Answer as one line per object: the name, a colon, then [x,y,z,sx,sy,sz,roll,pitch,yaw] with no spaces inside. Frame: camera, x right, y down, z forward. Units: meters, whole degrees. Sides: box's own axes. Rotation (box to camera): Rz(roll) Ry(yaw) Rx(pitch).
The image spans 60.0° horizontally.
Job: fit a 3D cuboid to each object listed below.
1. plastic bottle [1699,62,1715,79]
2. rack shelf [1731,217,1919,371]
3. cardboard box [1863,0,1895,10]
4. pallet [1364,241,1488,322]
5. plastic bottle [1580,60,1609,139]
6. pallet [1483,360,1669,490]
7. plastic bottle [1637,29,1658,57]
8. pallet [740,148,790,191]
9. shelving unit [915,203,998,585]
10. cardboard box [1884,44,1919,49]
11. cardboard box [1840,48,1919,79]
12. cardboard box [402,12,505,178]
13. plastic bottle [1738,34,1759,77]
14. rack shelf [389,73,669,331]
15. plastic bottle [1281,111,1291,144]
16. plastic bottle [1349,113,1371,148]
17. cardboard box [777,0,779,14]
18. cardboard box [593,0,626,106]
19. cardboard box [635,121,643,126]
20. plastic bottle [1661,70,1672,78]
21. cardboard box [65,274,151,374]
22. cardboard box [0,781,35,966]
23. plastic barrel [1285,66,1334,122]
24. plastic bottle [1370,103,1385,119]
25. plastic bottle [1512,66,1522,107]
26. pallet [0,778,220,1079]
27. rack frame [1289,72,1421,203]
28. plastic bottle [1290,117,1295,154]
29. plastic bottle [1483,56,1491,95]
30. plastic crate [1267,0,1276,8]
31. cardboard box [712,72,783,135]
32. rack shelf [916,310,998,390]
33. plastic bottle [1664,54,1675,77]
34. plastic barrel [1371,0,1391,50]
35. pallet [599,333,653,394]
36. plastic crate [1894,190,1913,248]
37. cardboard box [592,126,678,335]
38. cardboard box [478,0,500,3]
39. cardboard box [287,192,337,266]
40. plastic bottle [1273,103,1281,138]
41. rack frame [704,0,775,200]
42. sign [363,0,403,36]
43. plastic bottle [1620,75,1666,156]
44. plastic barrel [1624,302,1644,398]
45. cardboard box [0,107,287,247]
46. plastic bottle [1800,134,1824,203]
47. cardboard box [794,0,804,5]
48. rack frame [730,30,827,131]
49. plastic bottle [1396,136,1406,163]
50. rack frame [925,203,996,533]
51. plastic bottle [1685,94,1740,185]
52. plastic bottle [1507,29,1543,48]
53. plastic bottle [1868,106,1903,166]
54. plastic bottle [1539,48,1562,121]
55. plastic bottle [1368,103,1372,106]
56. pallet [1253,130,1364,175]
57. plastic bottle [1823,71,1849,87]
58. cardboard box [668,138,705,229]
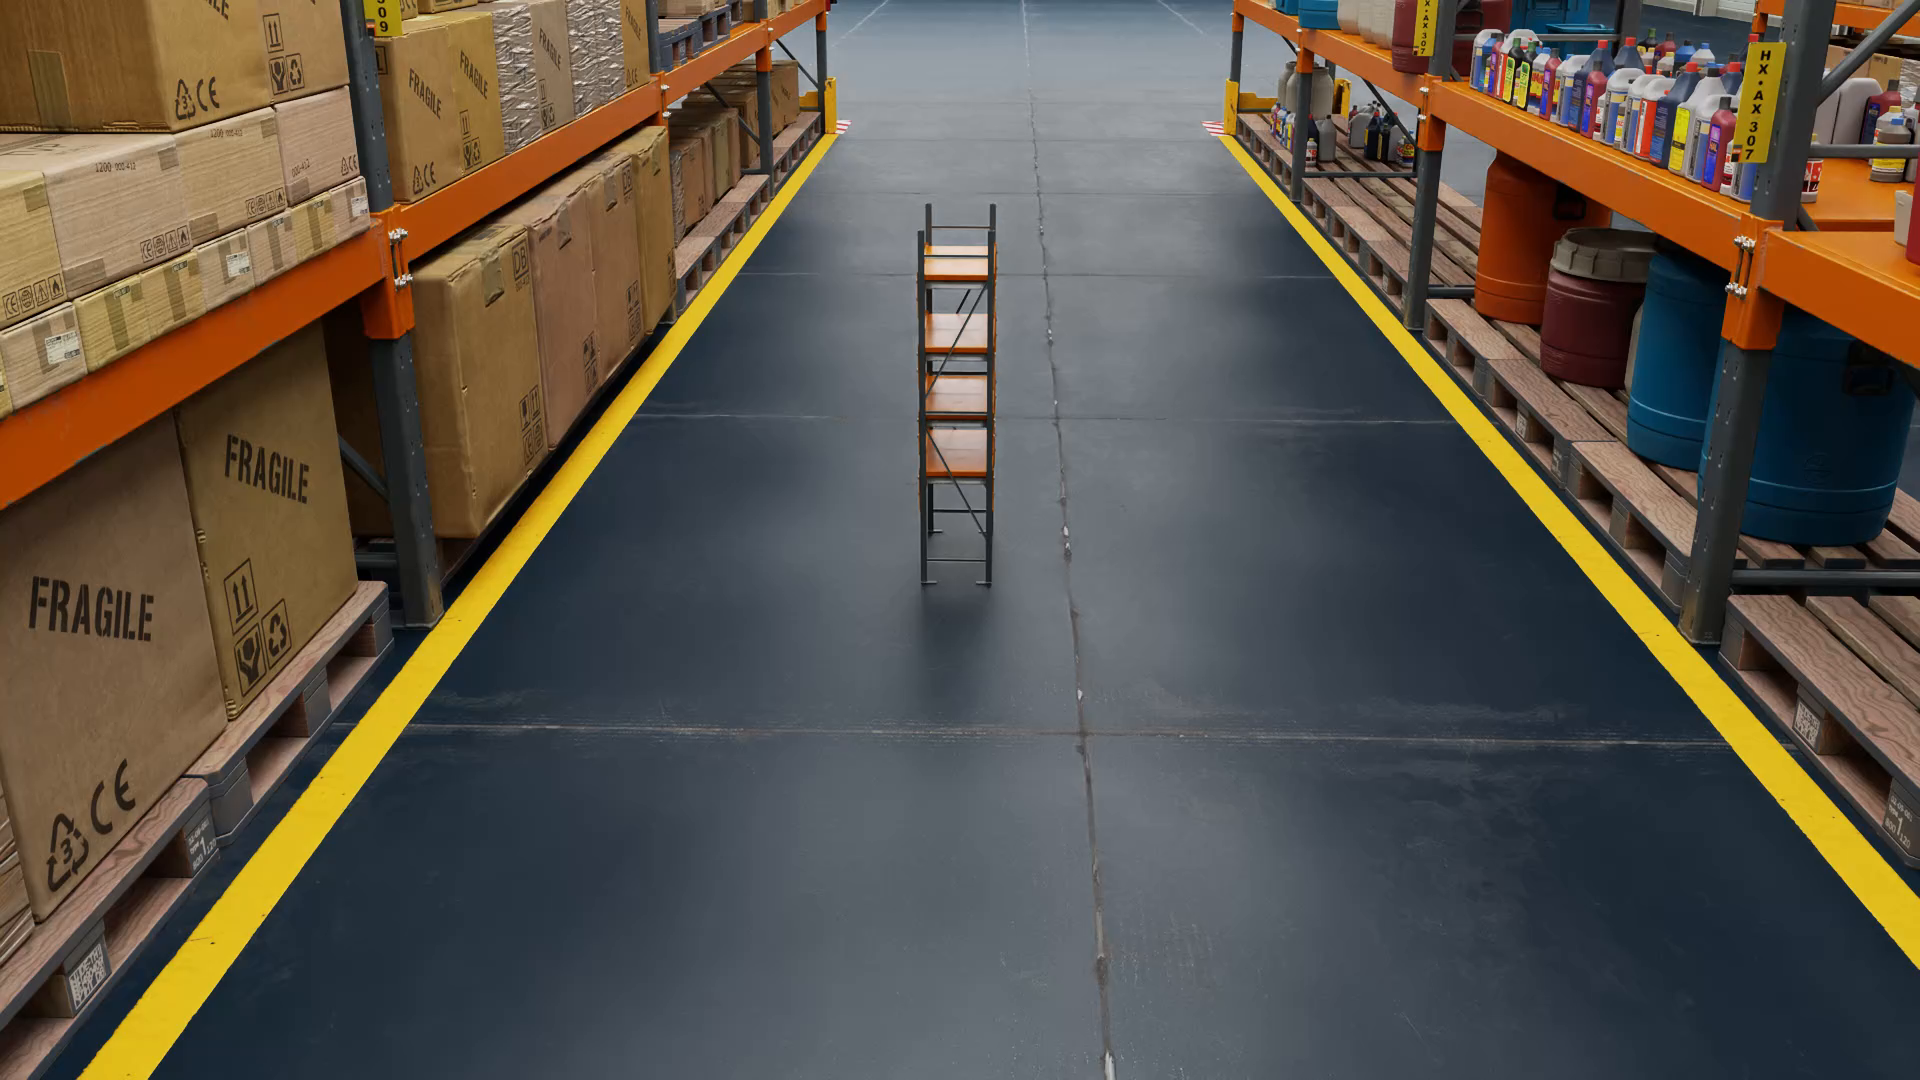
plastic bottle: [3.269,-1.984,7.271,0.097,0.201,0.097,0,21,0]
rack shelf: [2.716,-0.024,2.939,1.077,0.370,4.000,1,21,2]
cardboard box: [8.021,-4.684,13.815,0.700,0.500,0.500,1,21,3]
pallet: [2.961,-1.509,9.625,1.003,0.211,1.213,1,21,2]
plastic bottle: [2.464,-1.705,6.439,0.061,0.283,0.133,1,21,2]
pallet: [2.876,-0.503,7.035,1.003,0.211,1.213,1,21,2]
plastic bottle: [3.312,-2.324,8.032,0.061,0.283,0.133,1,21,2]
pallet: [-1.946,-2.973,13.399,1.003,0.211,1.213,1,21,2]
shelving unit: [-0.005,-0.500,5.658,0.258,1.200,0.503,1,21,2]
cardboard box: [8.358,-4.070,14.556,0.500,0.500,0.500,1,21,2]
cardboard box: [7.806,-3.895,14.106,0.500,0.500,0.500,1,21,2]
cardboard box: [-1.896,-1.529,5.685,0.500,0.500,0.500,1,21,2]
plastic bottle: [3.231,-1.885,6.808,0.144,0.351,0.185,1,21,2]
rack shelf: [-2.113,-1.525,6.807,1.077,0.370,4.000,1,21,2]
plastic bottle: [2.755,-3.469,13.987,0.097,0.271,0.097,0,21,0]
plastic bottle: [3.329,-3.412,13.834,0.152,0.276,0.135,1,21,2]
cardboard box: [-1.623,-4.168,12.971,0.380,0.149,0.250,1,21,2]
cardboard box: [-1.841,-2.269,7.591,0.500,0.500,0.500,0,21,1]
cardboard box: [-2.062,-2.215,9.403,0.500,0.250,0.500,1,21,4]
plastic bottle: [2.628,-1.621,6.238,0.097,0.271,0.097,0,21,0]
cardboard box: [-1.895,-0.442,3.368,0.380,0.149,0.250,0,21,1]
cardboard box: [-2.329,0.543,2.841,0.875,0.875,0.875,1,21,2]
plastic barrel: [3.183,-4.037,15.146,0.421,0.512,0.421,0,21,0]
plastic bottle: [3.478,-3.455,13.839,0.144,0.351,0.185,0,21,1]
plastic bottle: [2.513,-2.026,7.379,0.097,0.201,0.097,0,21,0]
pallet: [-2.310,0.879,3.471,1.003,0.211,1.213,1,21,2]
rack frame: [3.020,-3.975,12.127,1.000,3.000,0.127,1,21,2]
plastic bottle: [2.721,-3.279,13.479,0.061,0.283,0.133,2,21,5]
plastic bottle: [2.528,-2.207,7.844,0.097,0.201,0.097,0,21,0]
plastic crate: [2.816,-4.442,13.695,0.530,0.136,0.437,1,21,2]
cardboard box: [-1.867,-3.838,14.649,0.500,0.500,0.500,3,21,7]
rack shelf: [-0.005,-0.645,5.601,0.258,0.148,0.480,1,21,2]
plastic bottle: [3.281,-2.125,7.634,0.097,0.201,0.097,0,21,0]
plastic barrel: [2.736,-3.273,10.131,0.433,0.535,0.433,0,21,0]
pallet: [-2.152,-0.999,8.312,1.003,0.211,1.213,1,21,2]
plastic crate: [2.620,-0.821,4.280,0.396,0.136,0.243,1,21,2]
cardboard box: [-2.094,-1.539,8.206,1.225,0.875,0.875,0,21,-1]
cardboard box: [-2.127,-2.355,6.428,0.797,0.503,0.637,1,21,3]
cardboard box: [-1.864,-0.813,4.325,0.380,0.149,0.250,1,21,3]
plastic bottle: [2.750,-3.626,14.376,0.061,0.283,0.133,1,21,3]
rack frame: [-1.931,-4.030,12.268,1.000,3.000,0.127,1,21,2]
sign: [-1.619,-1.572,4.628,0.100,0.325,0.005,1,21,2]
plastic bottle: [2.496,-1.534,6.007,0.152,0.276,0.135,1,21,2]
plastic barrel: [2.938,-0.774,6.737,0.421,0.512,0.421,0,21,0]
cardboard box: [-1.939,-0.856,3.885,0.500,0.250,0.500,1,21,3]
plastic bottle: [2.591,-1.141,5.099,0.097,0.201,0.097,0,21,0]
cardboard box: [-1.552,-4.710,14.369,0.380,0.149,0.250,1,21,2]
rack frame: [-1.809,-5.476,15.995,1.000,3.000,0.127,1,21,2]
plastic bottle: [3.474,-3.060,13.028,0.097,0.201,0.097,0,21,0]
rack frame: [0.002,-0.588,5.885,0.240,1.200,0.015,1,21,2]
plastic bottle: [2.477,-1.303,5.412,0.152,0.276,0.135,1,21,2]
plastic bottle: [2.714,-2.317,8.024,0.152,0.276,0.135,1,21,2]
plastic bottle: [3.219,-1.398,5.759,0.097,0.201,0.097,0,21,0]
plastic bottle: [2.481,-1.904,6.952,0.061,0.283,0.133,1,21,2]
plastic bottle: [3.539,-3.649,14.433,0.061,0.283,0.133,1,21,3]
pallet: [3.116,-3.360,14.396,1.003,0.211,1.213,1,21,2]
plastic bottle: [3.207,-1.607,6.195,0.152,0.276,0.135,1,21,2]
cardboard box: [-2.038,-2.271,10.584,0.700,0.500,0.500,2,21,6]
